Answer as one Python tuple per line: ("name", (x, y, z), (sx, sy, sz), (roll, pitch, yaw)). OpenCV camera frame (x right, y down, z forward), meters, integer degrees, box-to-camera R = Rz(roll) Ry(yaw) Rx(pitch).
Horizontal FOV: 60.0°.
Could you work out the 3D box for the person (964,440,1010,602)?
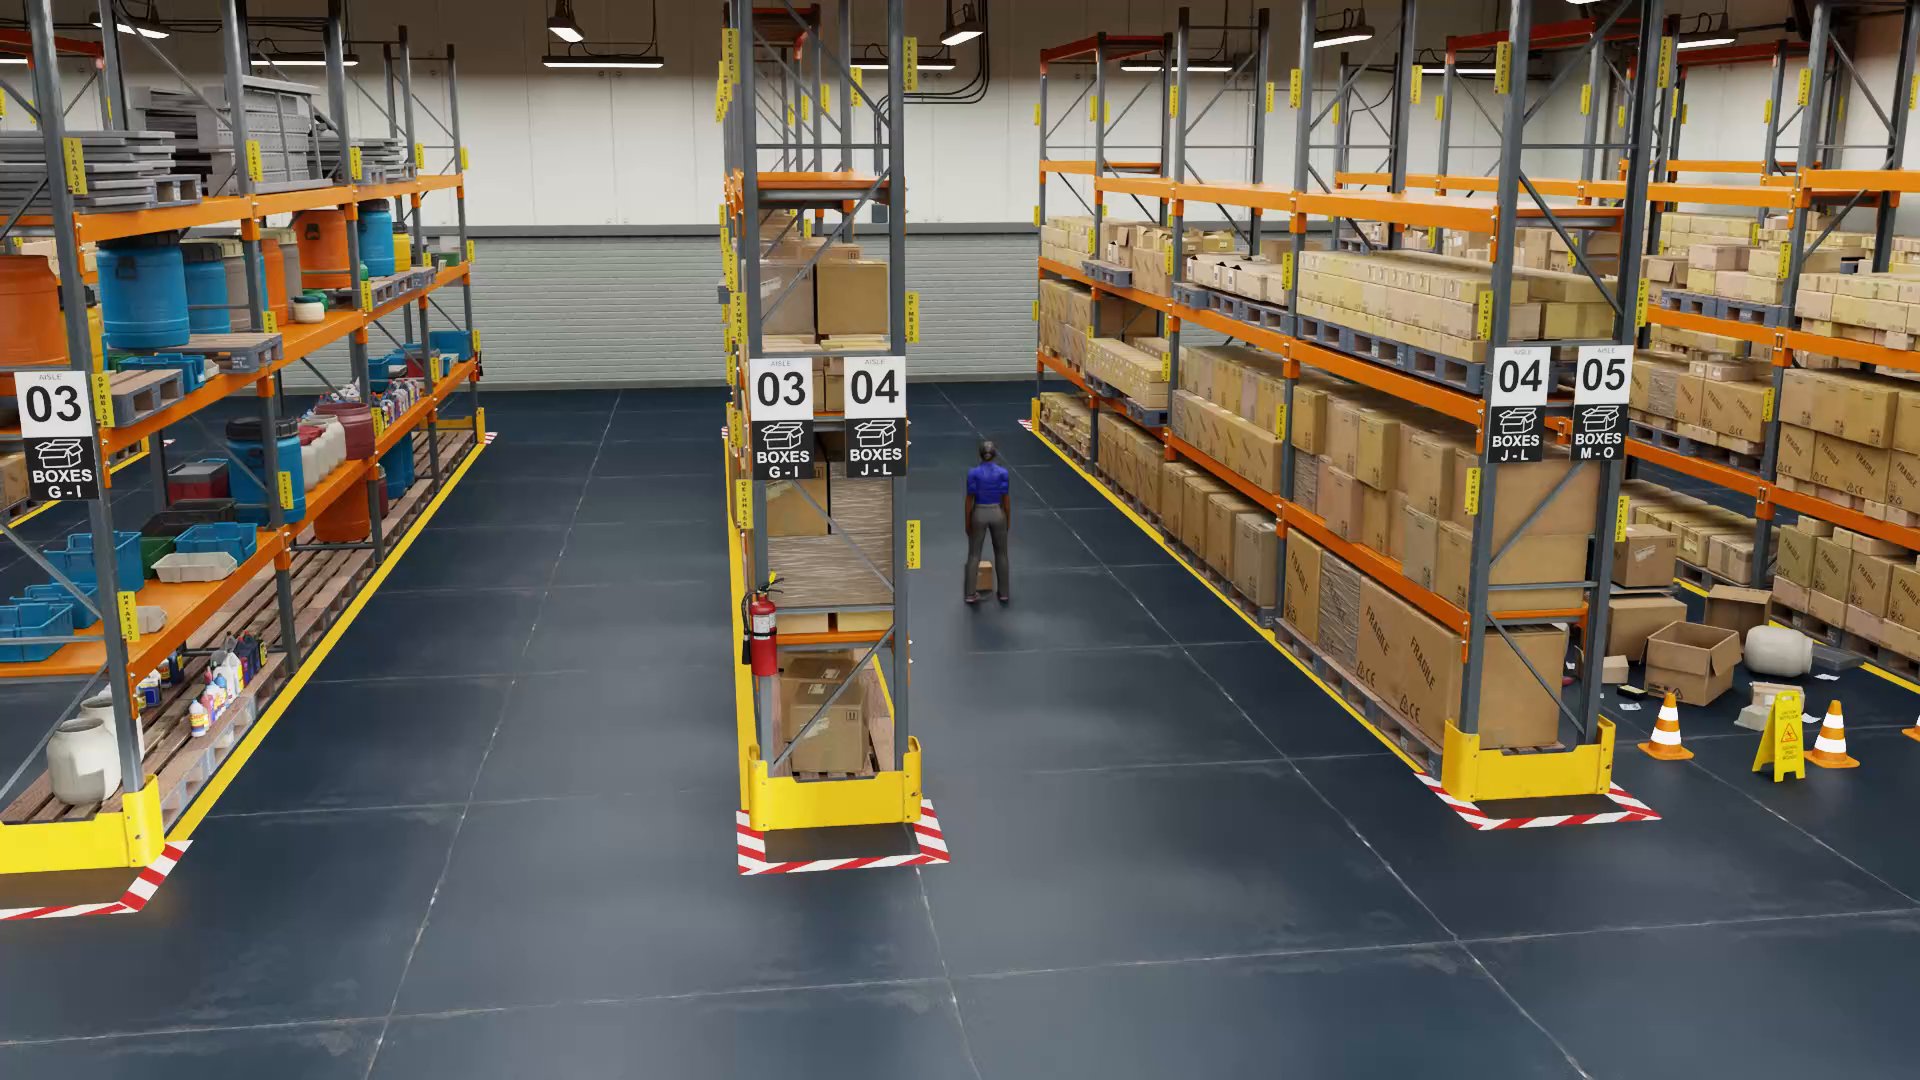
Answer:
("person", (0.270, -0.202, 16.836), (0.468, 1.656, 0.362), (0, 13, -2))
